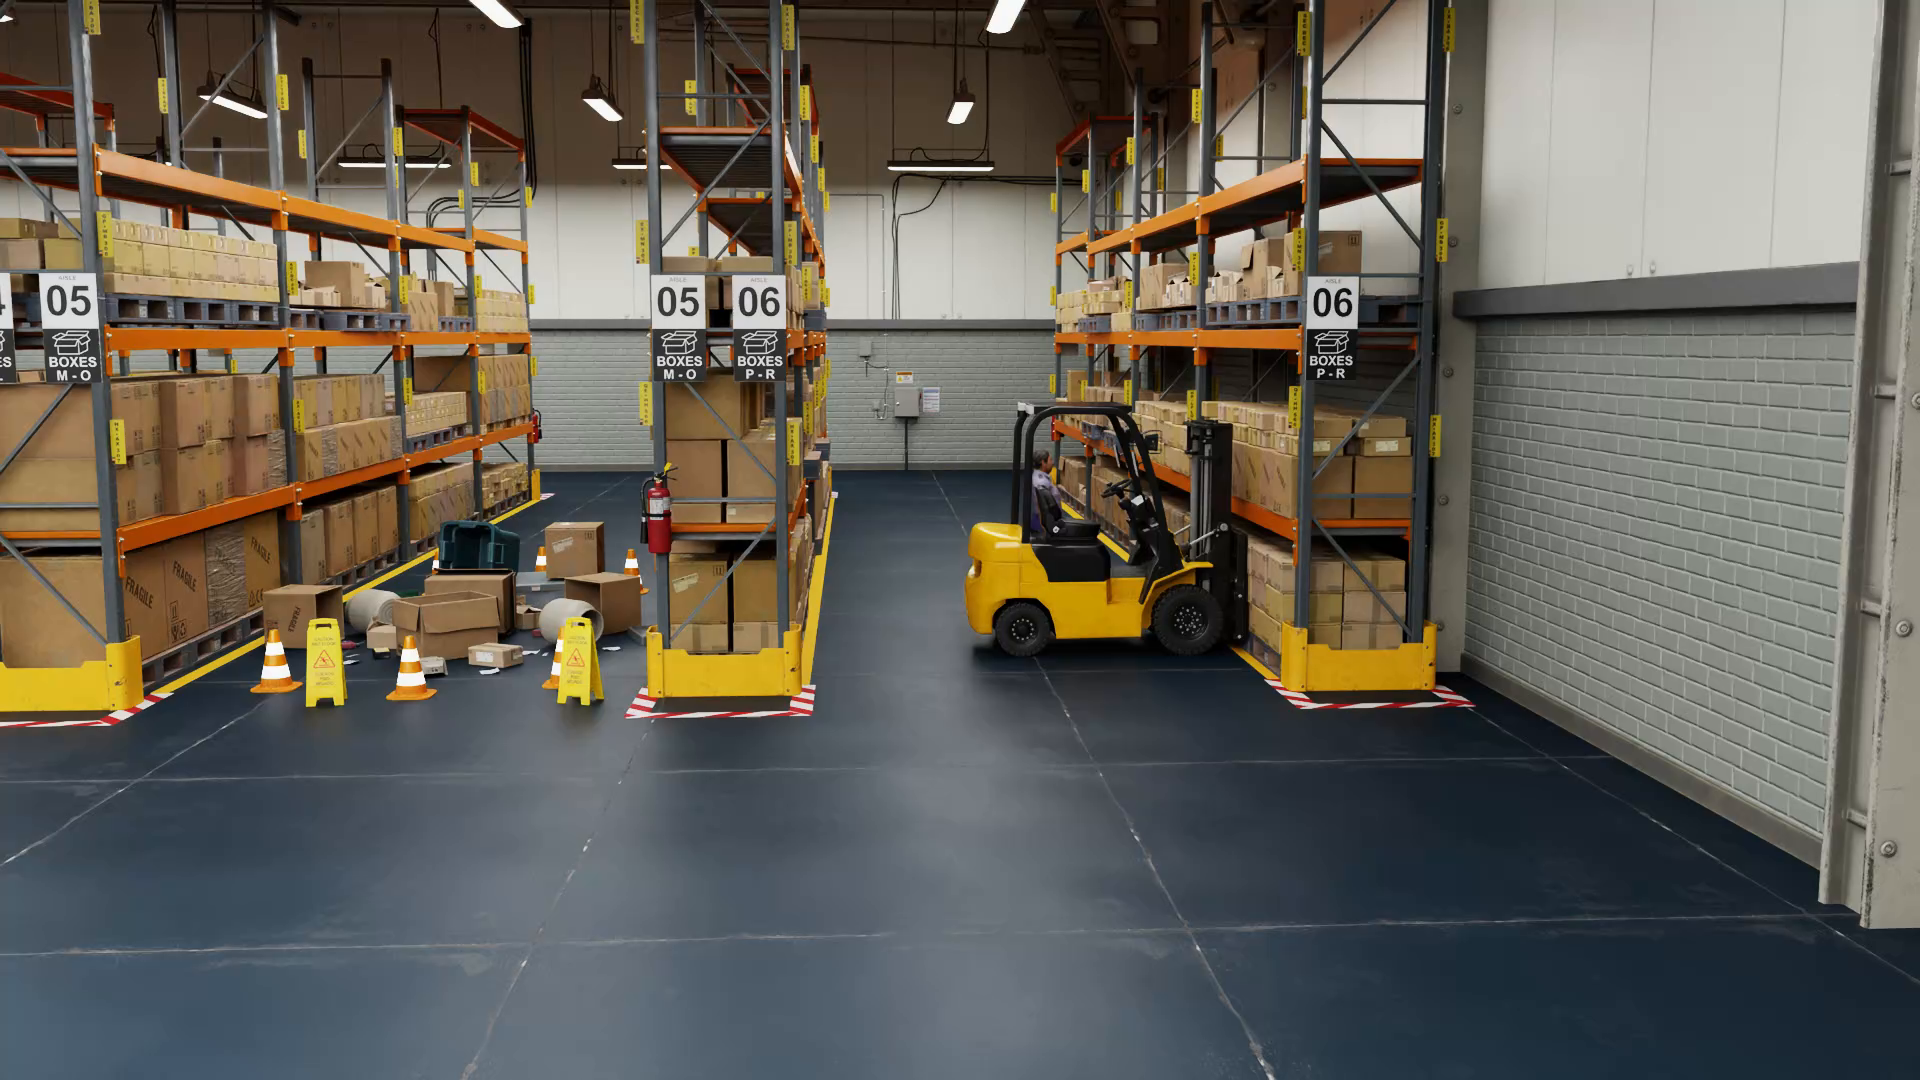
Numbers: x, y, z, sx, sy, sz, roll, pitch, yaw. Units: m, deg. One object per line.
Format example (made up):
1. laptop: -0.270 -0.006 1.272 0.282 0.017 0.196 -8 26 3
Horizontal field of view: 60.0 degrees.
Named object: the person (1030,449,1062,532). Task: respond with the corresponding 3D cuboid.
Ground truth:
1. person: 0.830 -0.068 16.389 0.357 1.661 0.474 0 7 -3
